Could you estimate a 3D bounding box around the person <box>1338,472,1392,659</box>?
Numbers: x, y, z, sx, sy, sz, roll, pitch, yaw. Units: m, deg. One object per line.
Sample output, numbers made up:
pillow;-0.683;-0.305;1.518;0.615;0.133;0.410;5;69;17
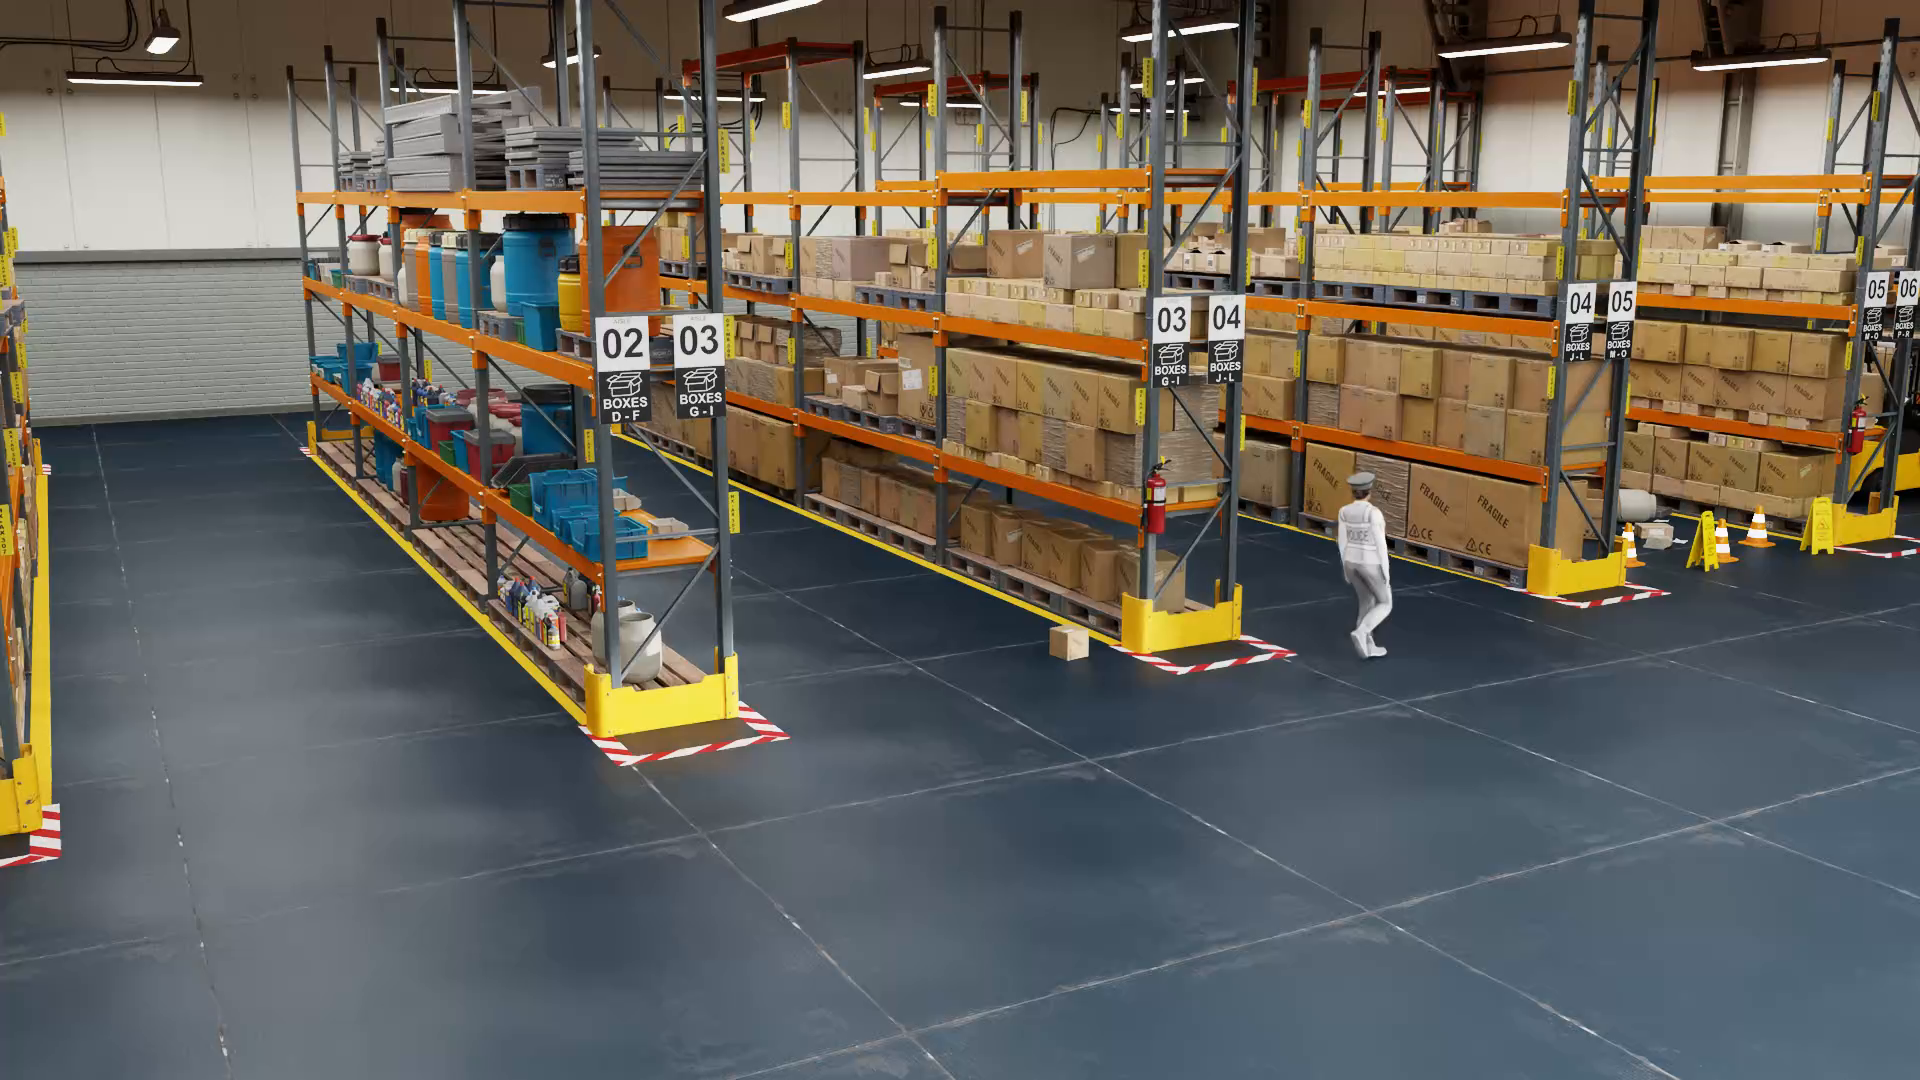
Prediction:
person;3.568;0.239;14.704;0.572;1.650;0.498;-9;15;-36
